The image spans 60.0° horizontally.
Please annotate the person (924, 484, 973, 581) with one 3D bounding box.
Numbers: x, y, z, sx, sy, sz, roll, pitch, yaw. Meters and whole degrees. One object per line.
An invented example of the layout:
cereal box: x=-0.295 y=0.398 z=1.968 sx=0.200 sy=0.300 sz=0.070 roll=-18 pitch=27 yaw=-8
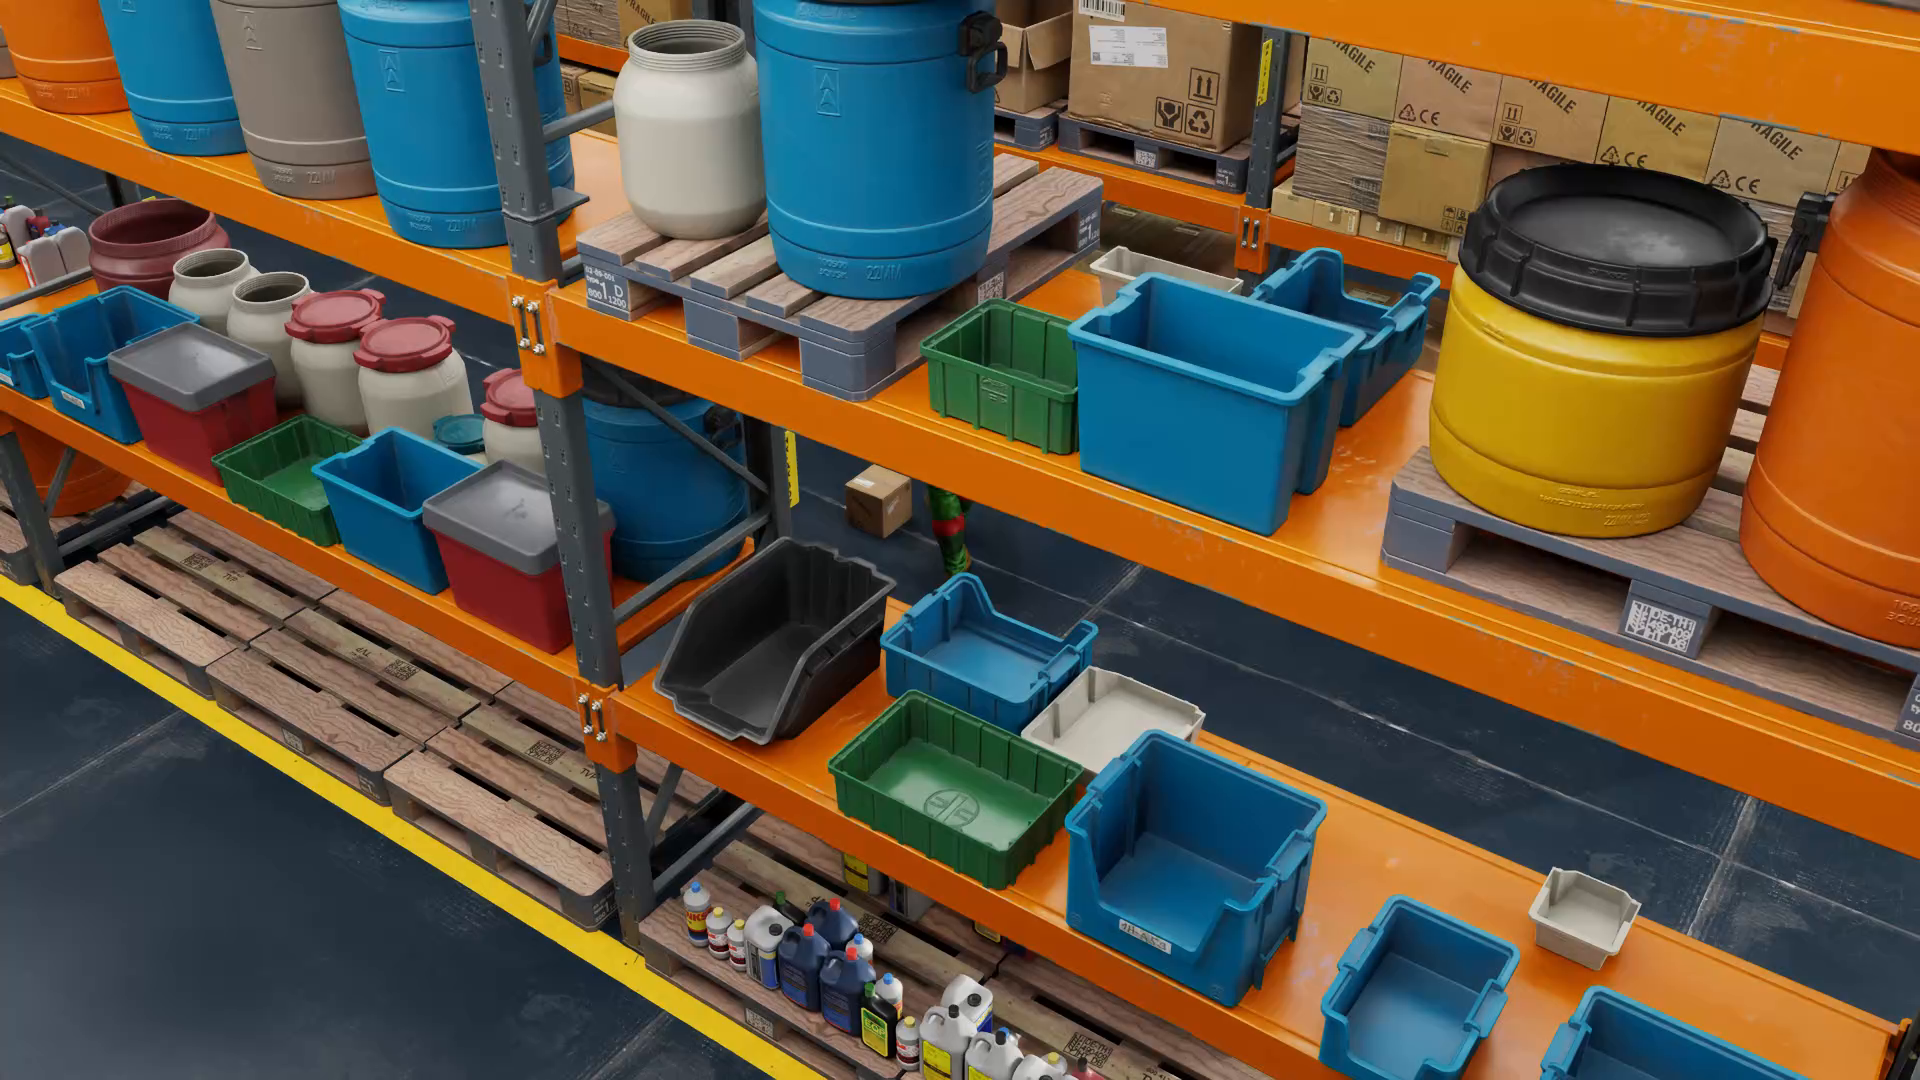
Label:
person: x=-0.068 y=-0.706 z=8.155 sx=0.565 sy=1.781 sz=0.727 roll=-15 pitch=37 yaw=-21
